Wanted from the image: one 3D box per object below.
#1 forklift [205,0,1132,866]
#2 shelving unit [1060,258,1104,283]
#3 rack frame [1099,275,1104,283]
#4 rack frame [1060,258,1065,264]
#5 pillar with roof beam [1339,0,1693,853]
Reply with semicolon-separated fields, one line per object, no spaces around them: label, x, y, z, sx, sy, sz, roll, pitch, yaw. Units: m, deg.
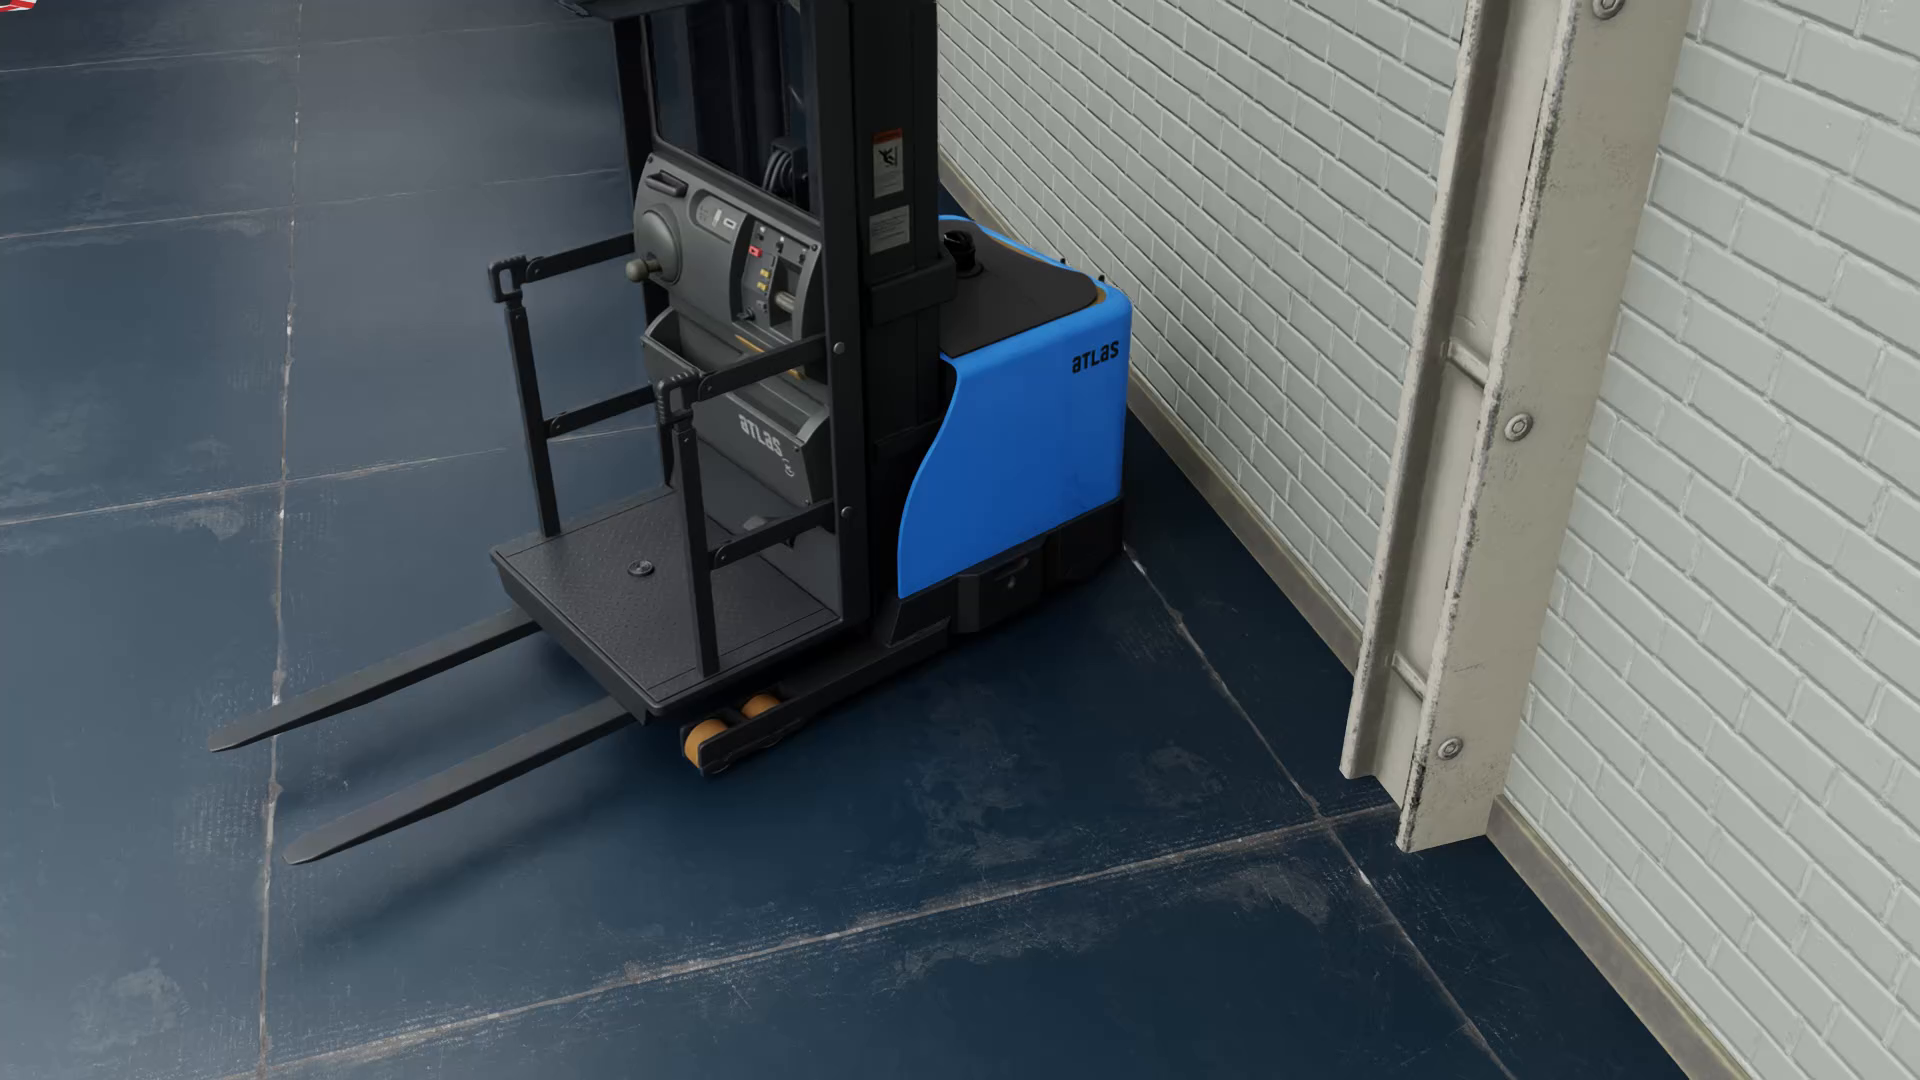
forklift;-0.866;-0.828;4.845;3.031;2.935;1.130;-25;41;-32
shelving unit;0.368;-0.593;6.332;0.258;0.900;0.210;-25;41;-33
rack frame;0.434;-0.551;6.267;0.240;0.900;0.006;-25;41;-33
rack frame;0.301;-0.636;6.396;0.240;0.900;0.006;-25;41;-33
pillar with roof beam;-2.715;-2.243;1.482;9.100;9.000;0.400;-10;35;-15
